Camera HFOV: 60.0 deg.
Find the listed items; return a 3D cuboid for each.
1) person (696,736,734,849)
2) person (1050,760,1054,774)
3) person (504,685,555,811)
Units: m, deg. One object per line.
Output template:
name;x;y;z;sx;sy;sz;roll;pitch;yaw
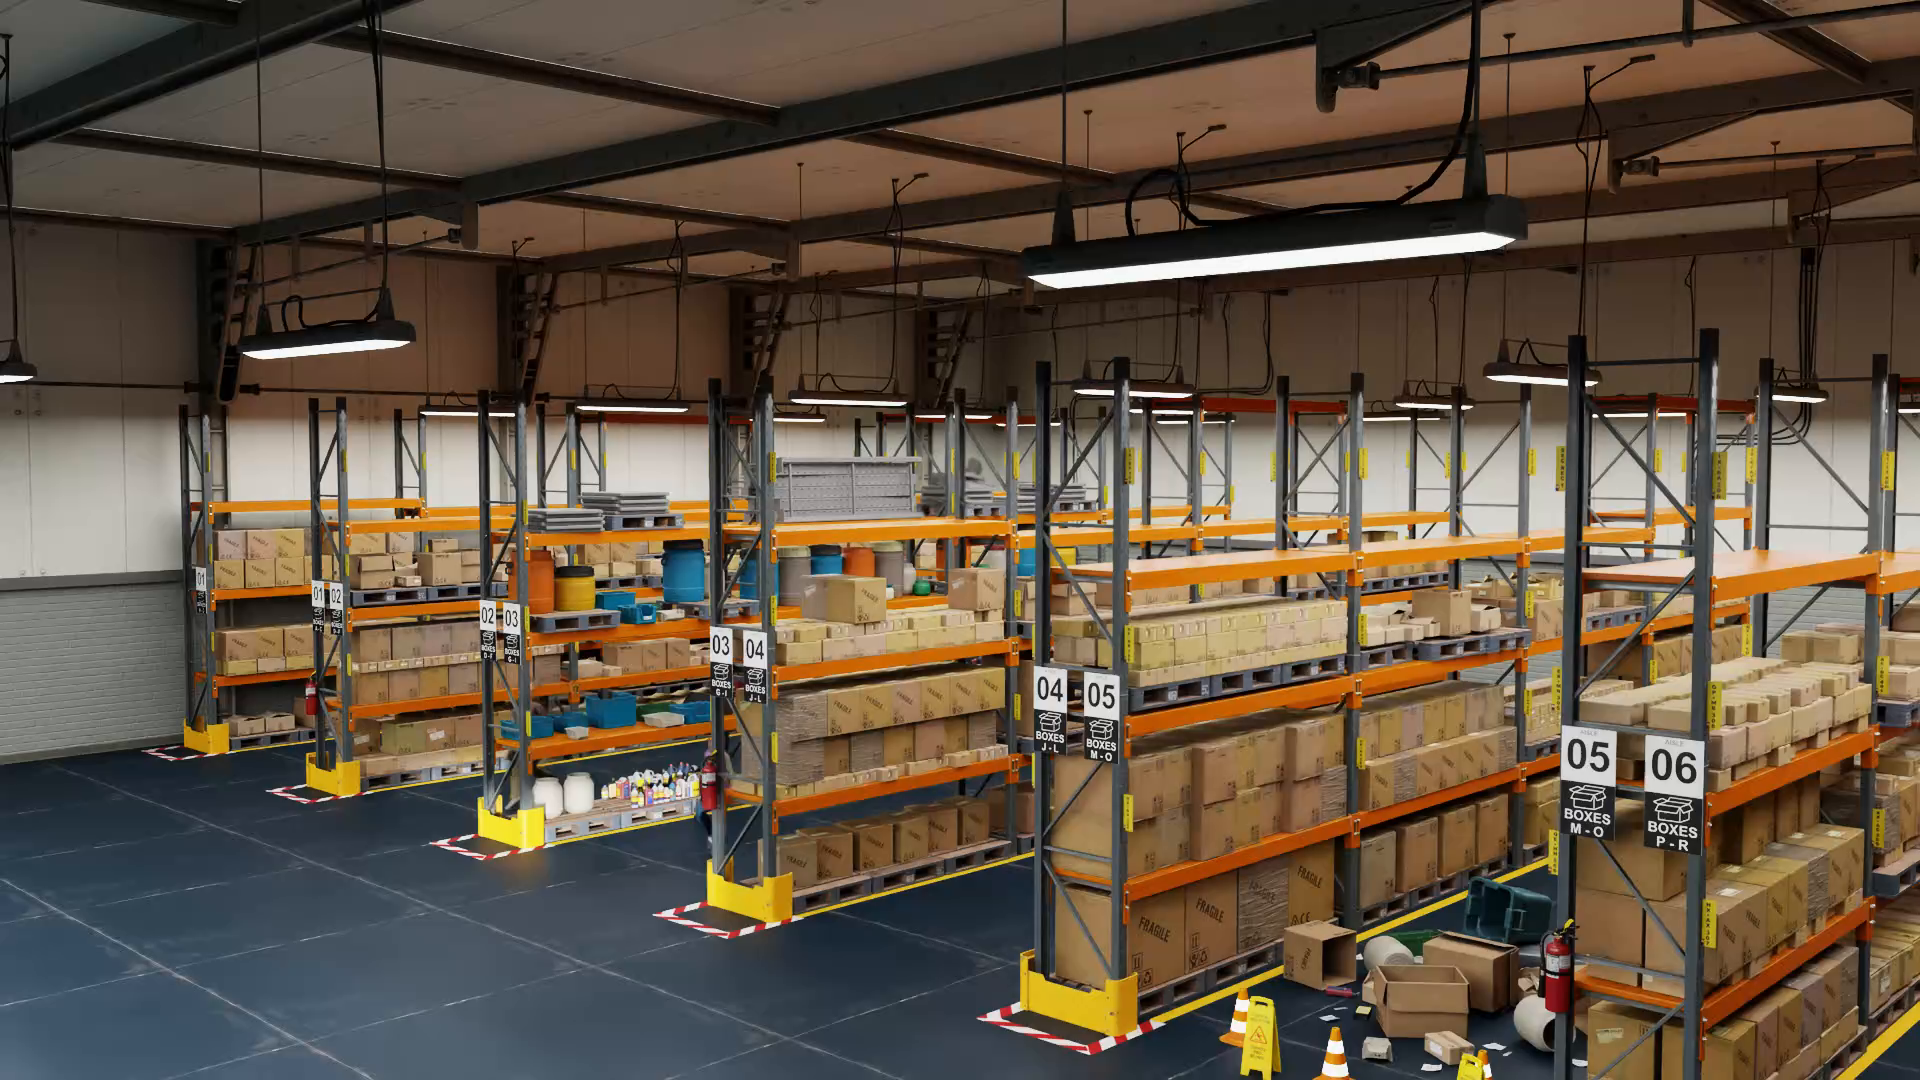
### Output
person;-3.138;3.252;21.330;0.533;1.556;0.616;1;3;22
person;1.564;3.090;24.971;0.547;1.573;0.850;3;4;43
person;-6.324;2.997;24.327;0.710;1.786;1.026;1;3;22
